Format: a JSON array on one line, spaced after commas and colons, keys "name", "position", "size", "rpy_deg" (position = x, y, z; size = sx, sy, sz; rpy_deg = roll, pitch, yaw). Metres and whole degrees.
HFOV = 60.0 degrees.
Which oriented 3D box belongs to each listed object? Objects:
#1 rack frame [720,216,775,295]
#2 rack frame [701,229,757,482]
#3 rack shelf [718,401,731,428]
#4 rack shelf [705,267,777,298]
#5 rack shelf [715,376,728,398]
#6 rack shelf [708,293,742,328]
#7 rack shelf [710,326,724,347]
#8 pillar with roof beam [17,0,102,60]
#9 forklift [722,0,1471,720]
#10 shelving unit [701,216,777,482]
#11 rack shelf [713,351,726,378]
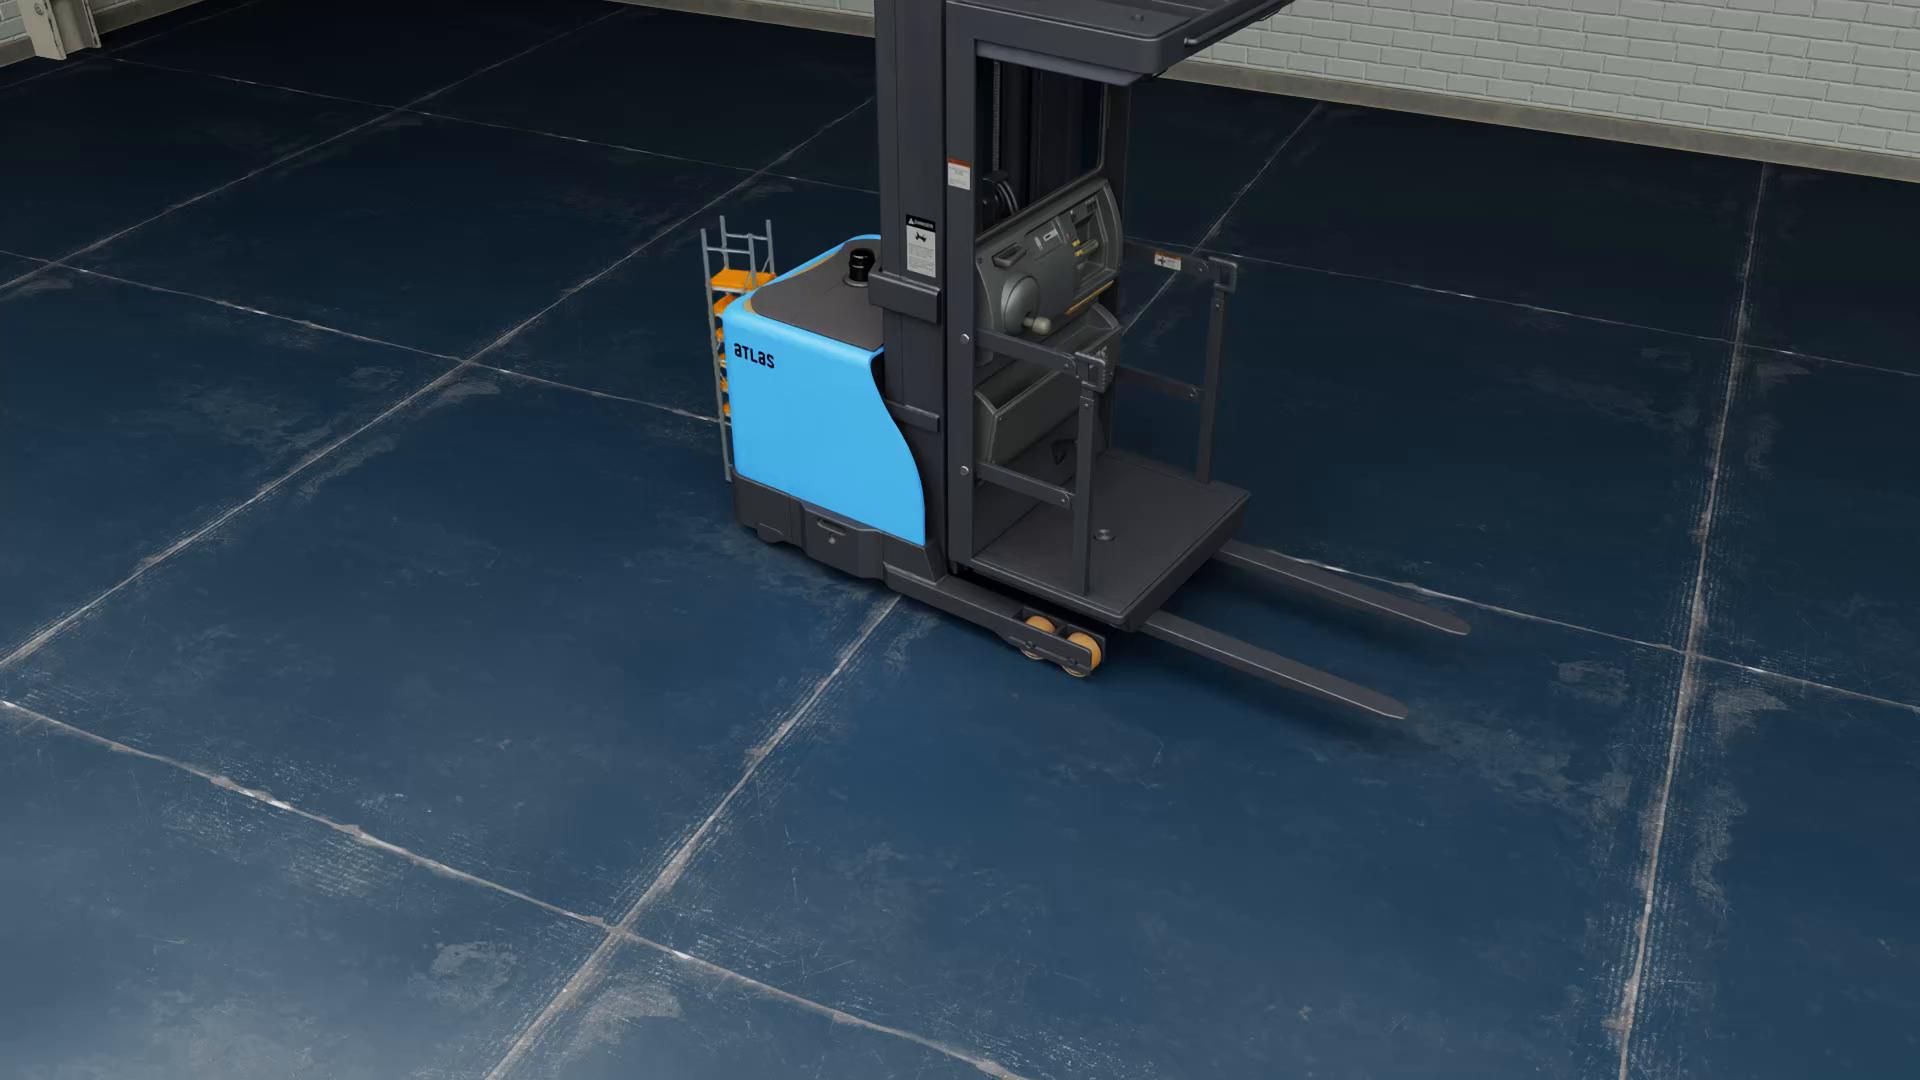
[{"name": "rack frame", "position": [-0.914, -0.866, 7.467], "size": [0.240, 1.200, 0.006], "rpy_deg": [8, 31, 17]}, {"name": "rack frame", "position": [-0.973, -0.780, 7.317], "size": [0.240, 1.200, 0.006], "rpy_deg": [8, 31, 17]}, {"name": "rack shelf", "position": [-0.937, -0.574, 7.531], "size": [0.258, 0.103, 0.180], "rpy_deg": [8, 31, 17]}, {"name": "rack shelf", "position": [-0.951, -1.098, 7.238], "size": [0.258, 0.103, 0.180], "rpy_deg": [8, 31, 17]}, {"name": "rack shelf", "position": [-0.940, -0.679, 7.472], "size": [0.258, 0.103, 0.180], "rpy_deg": [8, 31, 17]}, {"name": "rack shelf", "position": [-0.948, -0.994, 7.297], "size": [0.258, 0.103, 0.180], "rpy_deg": [8, 31, 17]}, {"name": "rack shelf", "position": [-0.945, -0.889, 7.355], "size": [0.258, 0.103, 0.180], "rpy_deg": [8, 31, 17]}, {"name": "pillar with roof beam", "position": [-3.146, -6.647, 9.181], "size": [9.100, 9.000, 0.400], "rpy_deg": [14, 36, 20]}, {"name": "forklift", "position": [0.516, -1.029, 6.146], "size": [3.031, 2.935, 1.130], "rpy_deg": [21, 39, 28]}, {"name": "shelving unit", "position": [-0.944, -0.823, 7.392], "size": [0.258, 1.200, 0.189], "rpy_deg": [8, 31, 17]}, {"name": "rack shelf", "position": [-0.943, -0.784, 7.414], "size": [0.258, 0.103, 0.180], "rpy_deg": [8, 31, 17]}]
